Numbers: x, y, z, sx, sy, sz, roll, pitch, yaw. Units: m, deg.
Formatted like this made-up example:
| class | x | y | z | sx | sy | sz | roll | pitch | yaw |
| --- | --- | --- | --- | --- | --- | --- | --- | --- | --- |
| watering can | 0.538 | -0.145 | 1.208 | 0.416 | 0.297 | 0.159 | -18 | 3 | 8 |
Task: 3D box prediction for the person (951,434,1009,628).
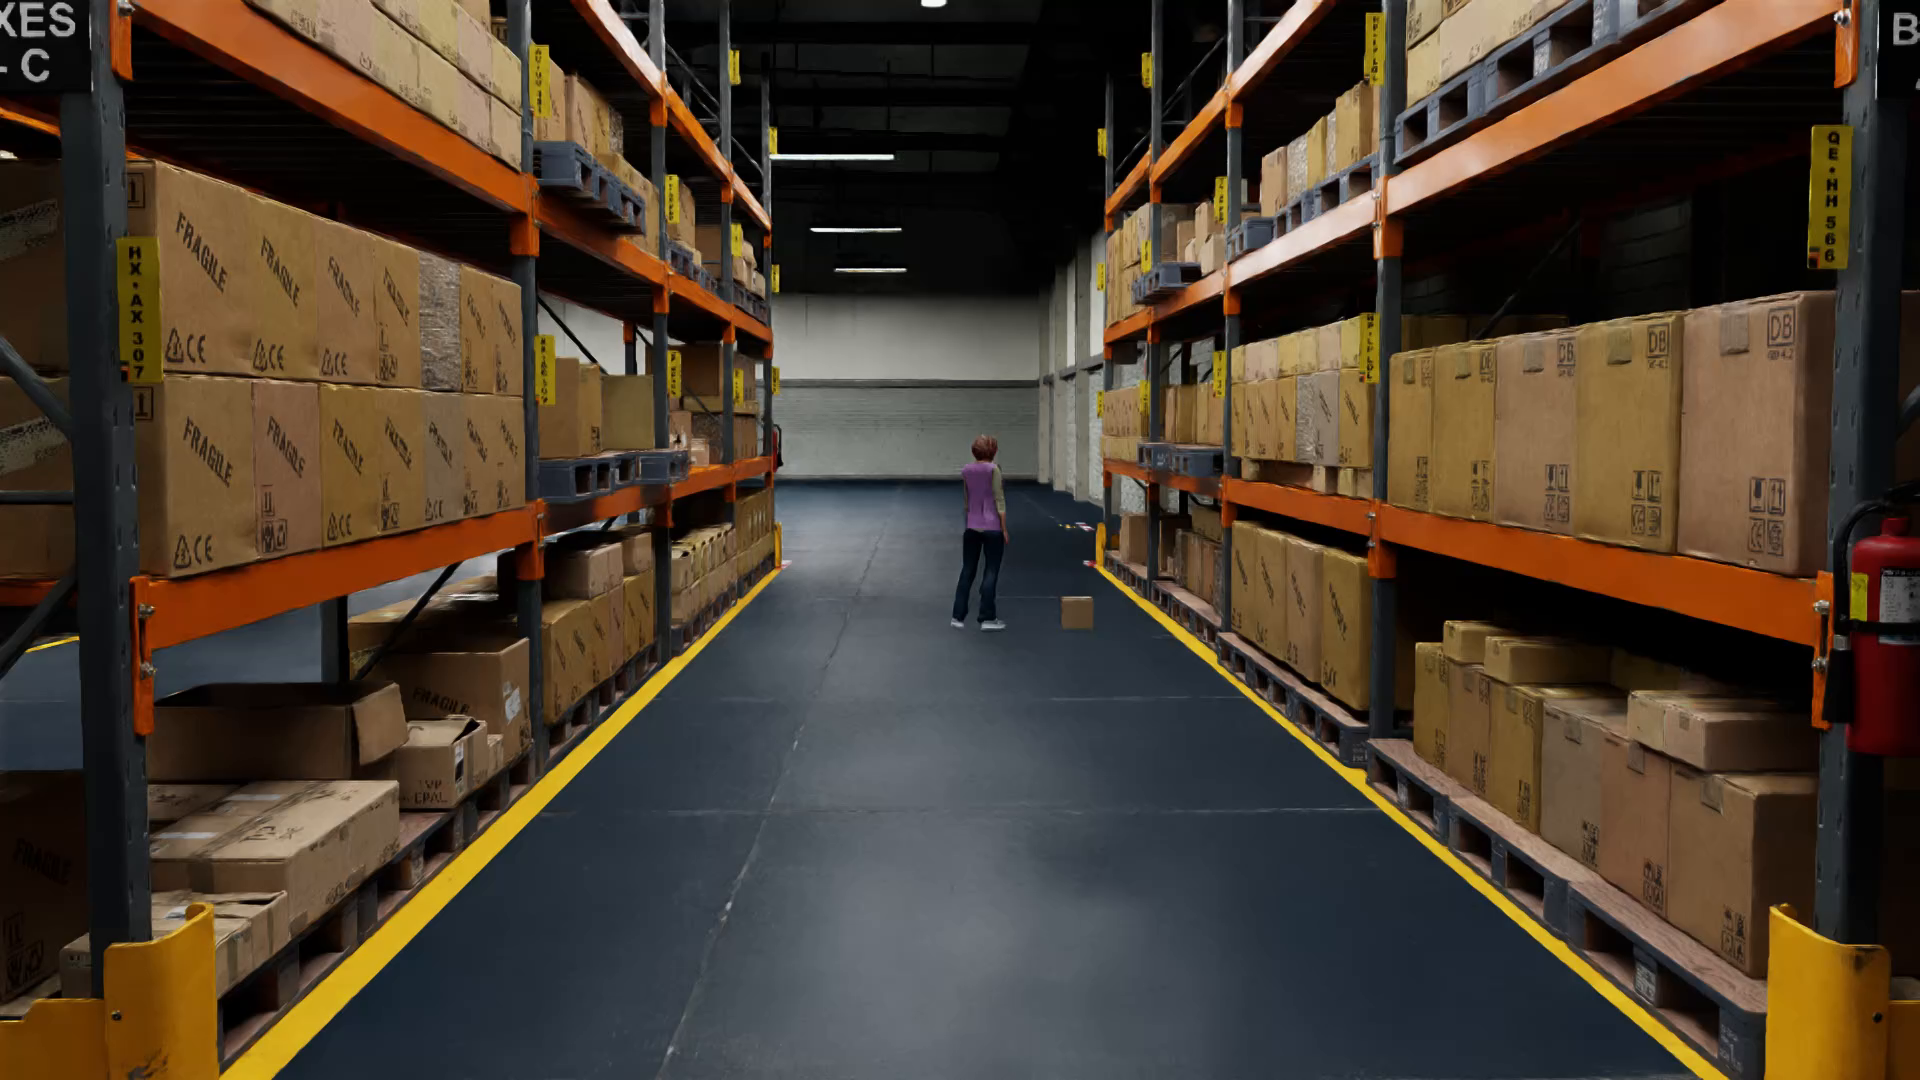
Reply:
| class | x | y | z | sx | sy | sz | roll | pitch | yaw |
| --- | --- | --- | --- | --- | --- | --- | --- | --- | --- |
| person | 0.163 | -0.071 | 13.645 | 0.574 | 1.599 | 0.337 | 3 | 5 | 34 |
